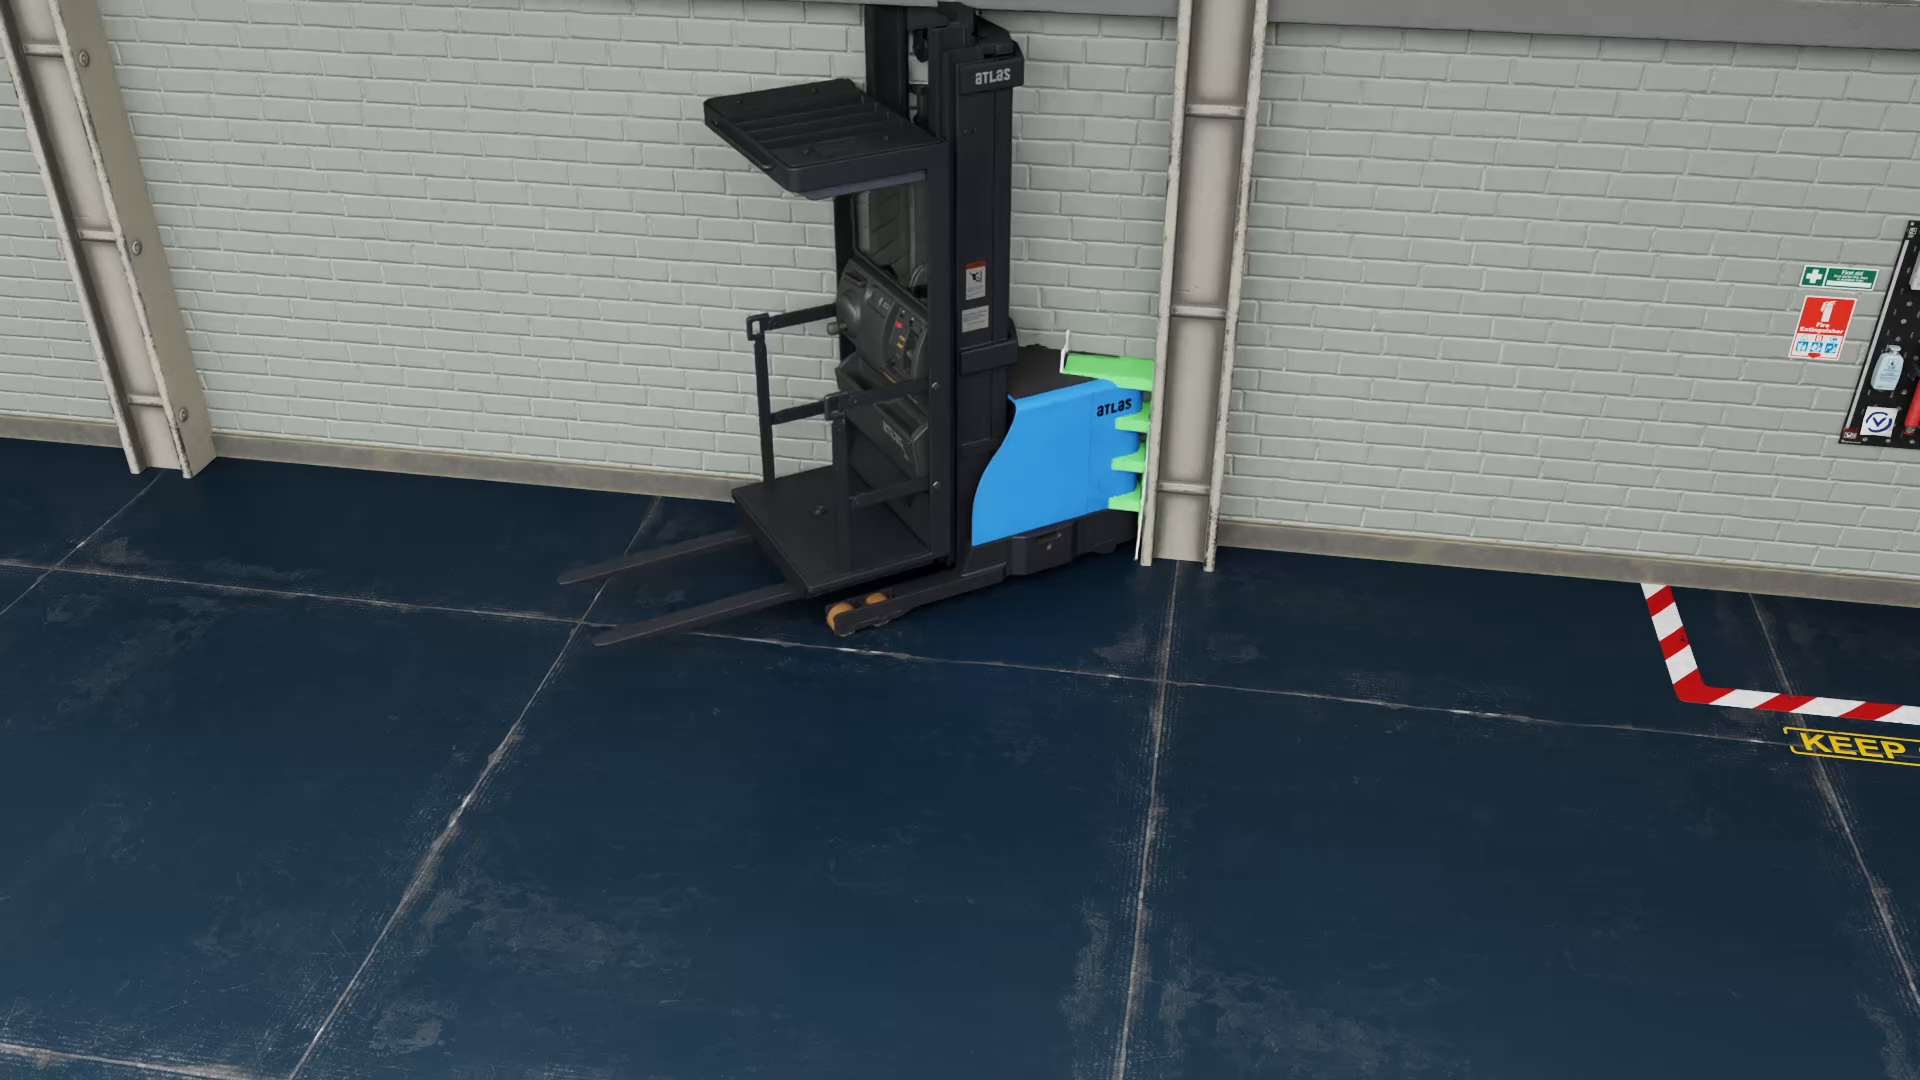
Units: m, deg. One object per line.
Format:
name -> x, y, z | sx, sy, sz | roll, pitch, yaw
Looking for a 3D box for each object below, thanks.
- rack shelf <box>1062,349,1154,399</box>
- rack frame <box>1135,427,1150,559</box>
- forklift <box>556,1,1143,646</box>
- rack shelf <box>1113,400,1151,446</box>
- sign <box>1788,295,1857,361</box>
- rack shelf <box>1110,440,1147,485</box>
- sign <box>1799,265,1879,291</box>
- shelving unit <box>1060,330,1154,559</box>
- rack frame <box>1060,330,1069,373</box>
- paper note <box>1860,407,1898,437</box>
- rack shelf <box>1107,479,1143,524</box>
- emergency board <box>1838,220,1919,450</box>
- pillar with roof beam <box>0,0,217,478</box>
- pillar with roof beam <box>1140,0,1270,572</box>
rack shelf -> 0.779, -0.852, 8.664 | 0.480, 0.148, 0.258 | 7, 32, 7
rack frame -> 1.004, -0.469, 8.852 | 0.015, 1.200, 0.240 | 7, 32, 7
forklift -> -0.573, -1.074, 8.203 | 3.031, 2.935, 1.130 | -16, 35, -23
rack shelf -> 0.770, -0.648, 8.789 | 0.480, 0.148, 0.258 | 7, 32, 7
sign -> 4.159, -1.022, 8.021 | 0.234, 0.329, 0.001 | 5, 32, 8
rack shelf -> 0.761, -0.443, 8.914 | 0.480, 0.148, 0.258 | 7, 32, 7
sign -> 4.162, -1.241, 7.873 | 0.331, 0.109, 0.001 | 5, 32, 8
shelving unit -> 0.763, -0.498, 8.881 | 0.503, 1.200, 0.258 | 7, 32, 7
rack frame -> 0.523, -0.526, 8.910 | 0.015, 1.200, 0.240 | 7, 32, 7
paper note -> 4.523, -0.582, 8.182 | 0.142, 0.148, 0.016 | 5, 32, 8
rack shelf -> 0.751, -0.239, 9.040 | 0.480, 0.148, 0.258 | 7, 32, 7
emergency board -> 4.681, -0.913, 7.882 | 0.626, 1.169, 0.157 | 5, 32, 8
pillar with roof beam -> -5.437, -2.025, 4.004 | 0.400, 9.000, 9.100 | 5, 32, 8
pillar with roof beam -> 0.477, -1.490, 3.148 | 0.400, 9.000, 9.100 | 5, 32, 8
